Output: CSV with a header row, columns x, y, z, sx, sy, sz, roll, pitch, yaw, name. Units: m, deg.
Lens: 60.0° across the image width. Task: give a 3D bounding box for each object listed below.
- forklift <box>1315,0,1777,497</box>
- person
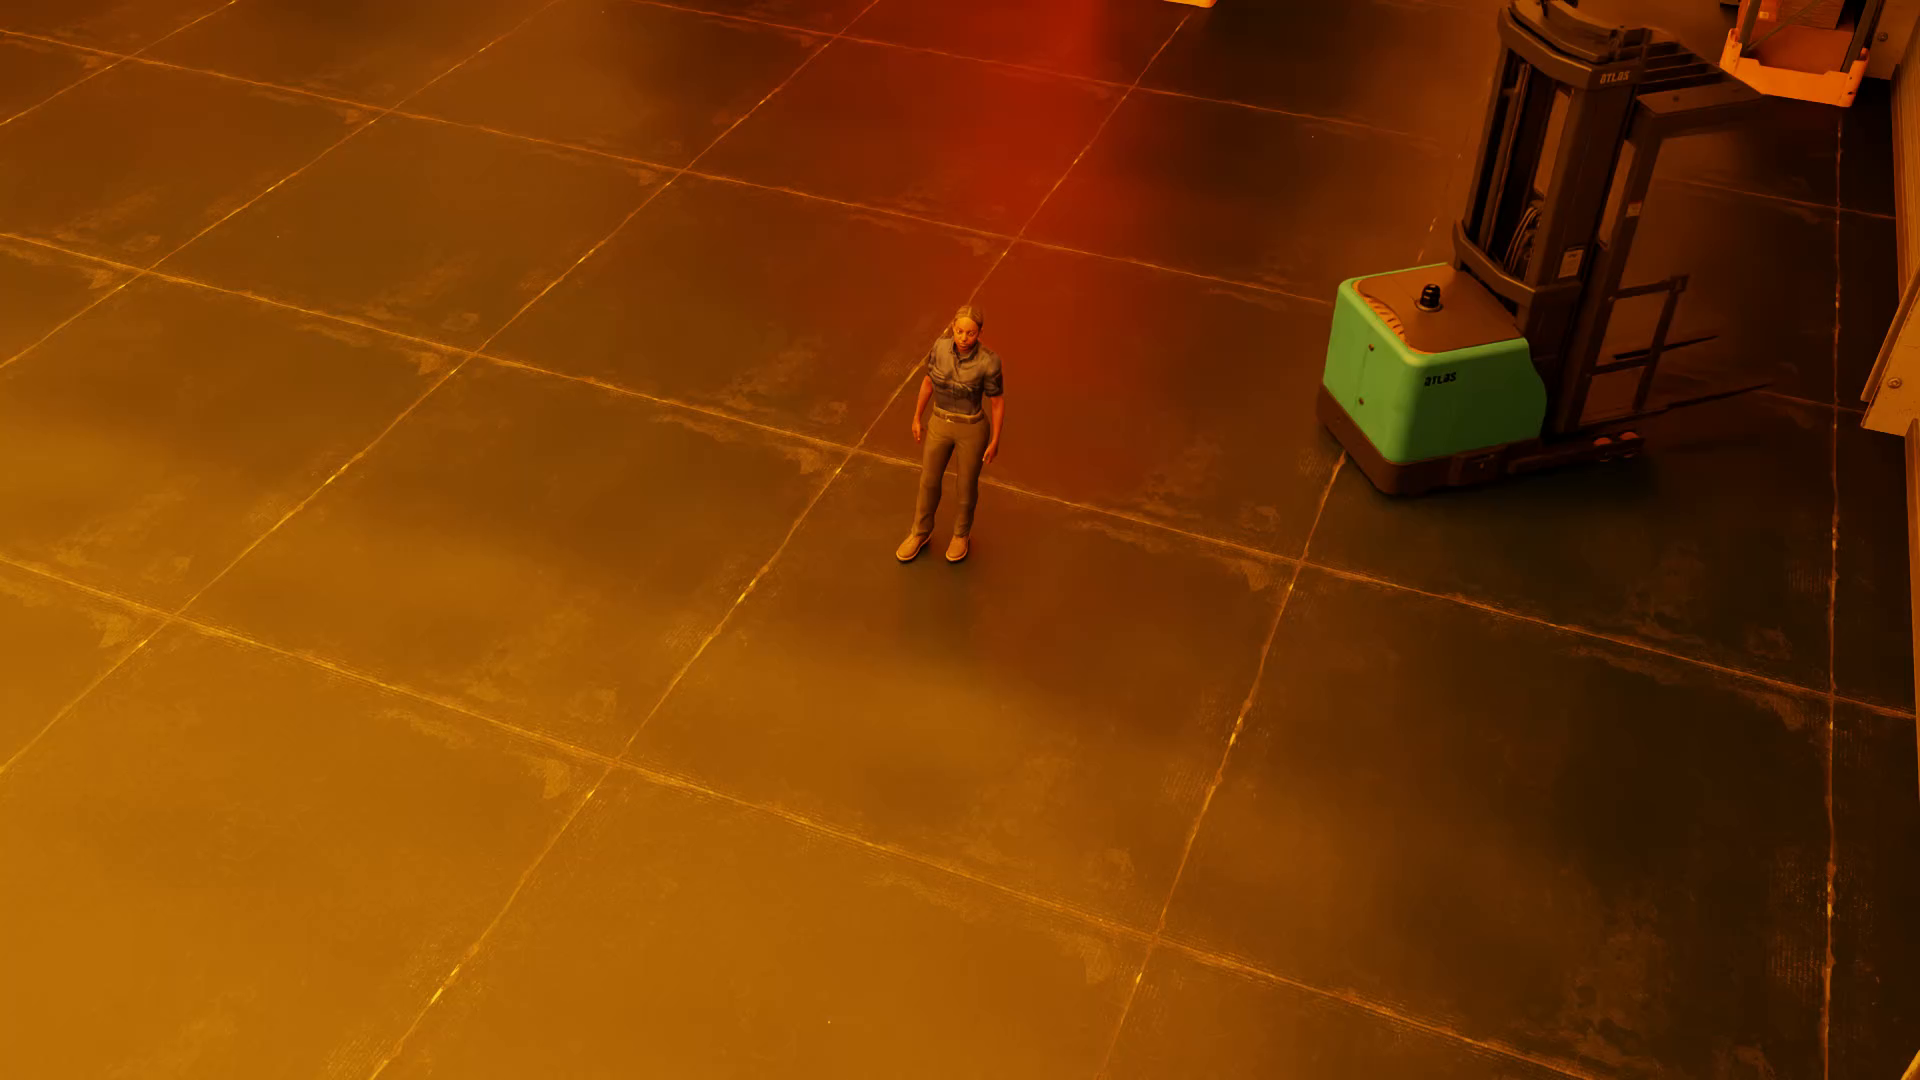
x,y,z,sx,sy,sz,roll,pitch,yaw,name
3.973,-1.945,10.330,3.031,2.935,1.130,-11,41,-13,forklift
-0.051,-0.592,9.698,0.570,1.656,0.503,15,42,17,person
